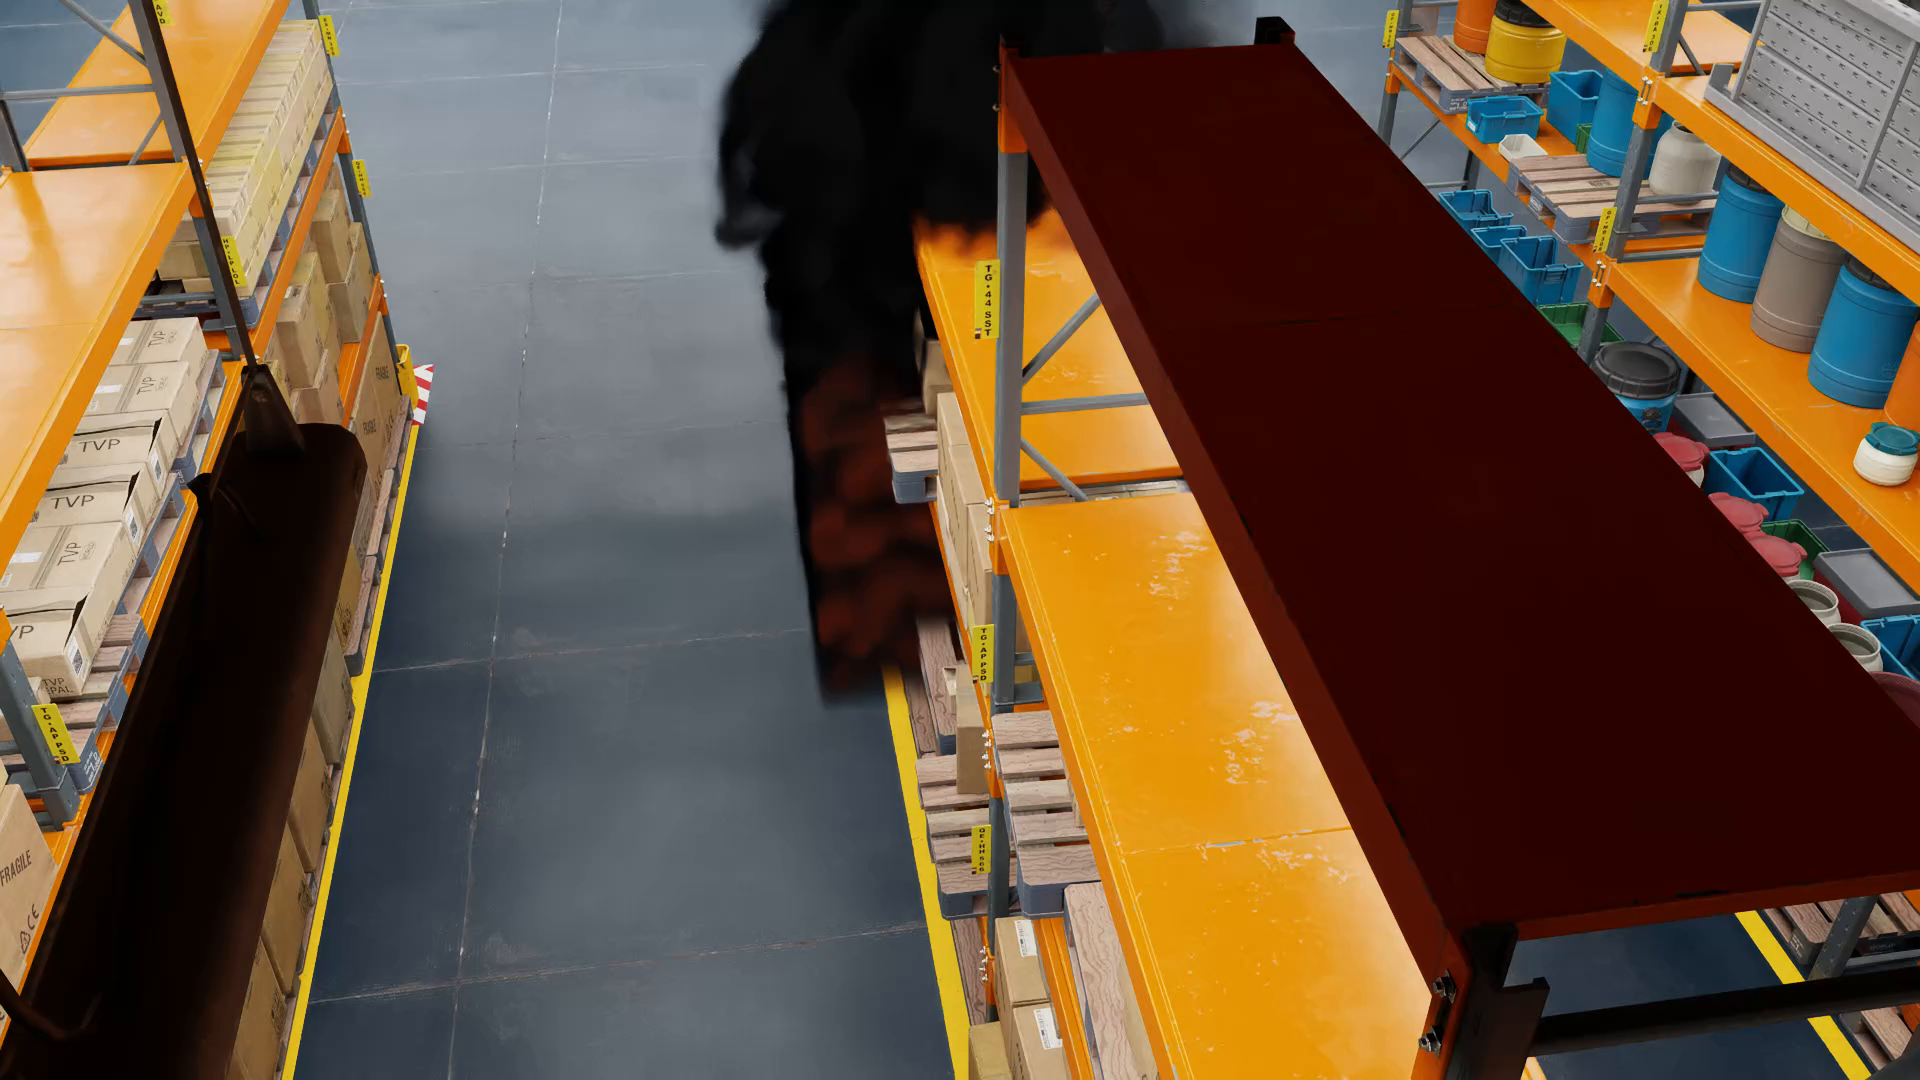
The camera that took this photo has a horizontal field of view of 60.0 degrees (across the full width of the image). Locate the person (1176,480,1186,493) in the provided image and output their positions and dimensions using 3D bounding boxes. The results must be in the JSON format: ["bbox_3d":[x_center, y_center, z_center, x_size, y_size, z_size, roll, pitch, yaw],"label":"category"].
[{"bbox_3d":[1.595,-0.734,13.001,0.687,1.739,0.839,-10,37,-13],"label":"person"}]

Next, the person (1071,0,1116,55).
[{"bbox_3d":[1.722,-6.453,20.843,0.851,1.697,0.598,5,37,6],"label":"person"}]
